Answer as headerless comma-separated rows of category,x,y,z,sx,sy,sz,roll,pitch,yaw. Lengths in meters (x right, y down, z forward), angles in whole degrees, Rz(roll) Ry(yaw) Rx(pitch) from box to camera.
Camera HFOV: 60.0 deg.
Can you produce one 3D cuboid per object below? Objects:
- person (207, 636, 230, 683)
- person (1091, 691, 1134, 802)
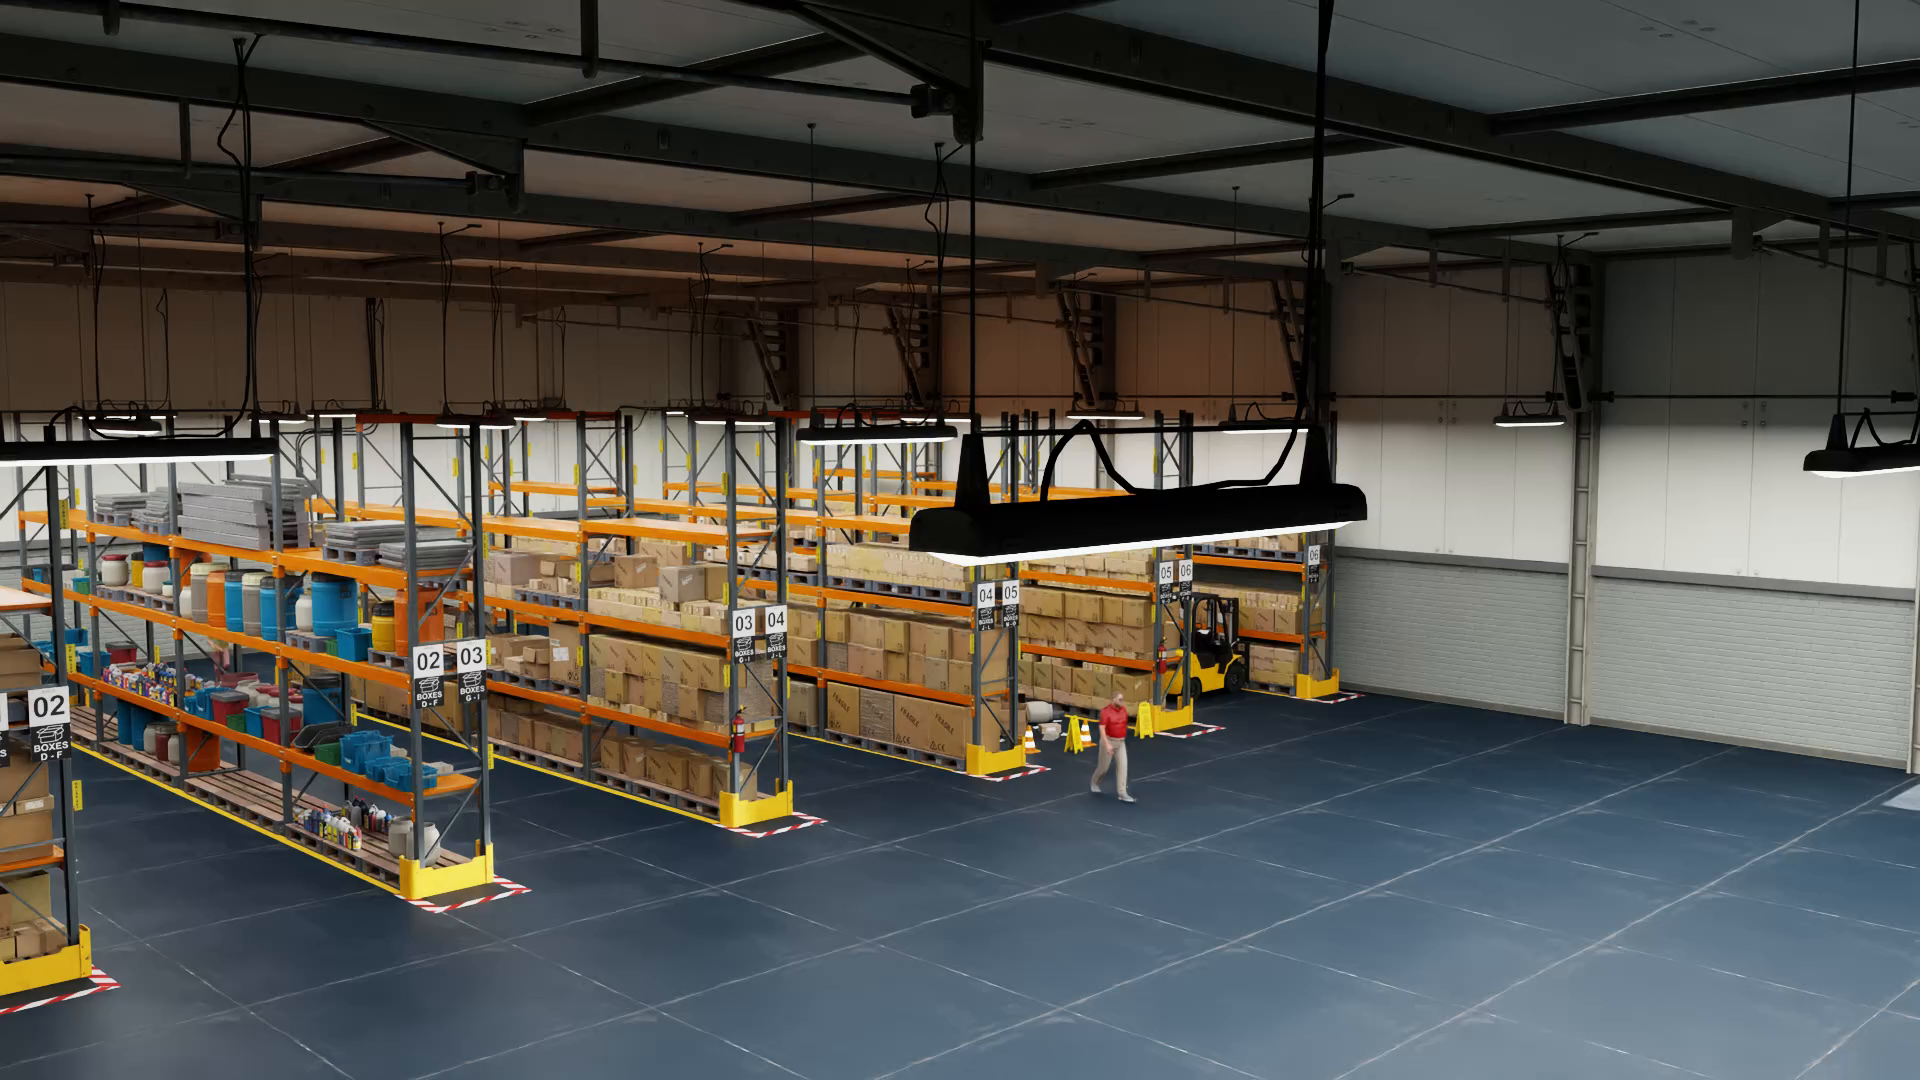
person,-16.122,2.403,36.227,0.556,1.579,0.691,-3,6,-32
person,2.435,3.217,26.163,0.618,1.684,0.960,-4,6,-37
